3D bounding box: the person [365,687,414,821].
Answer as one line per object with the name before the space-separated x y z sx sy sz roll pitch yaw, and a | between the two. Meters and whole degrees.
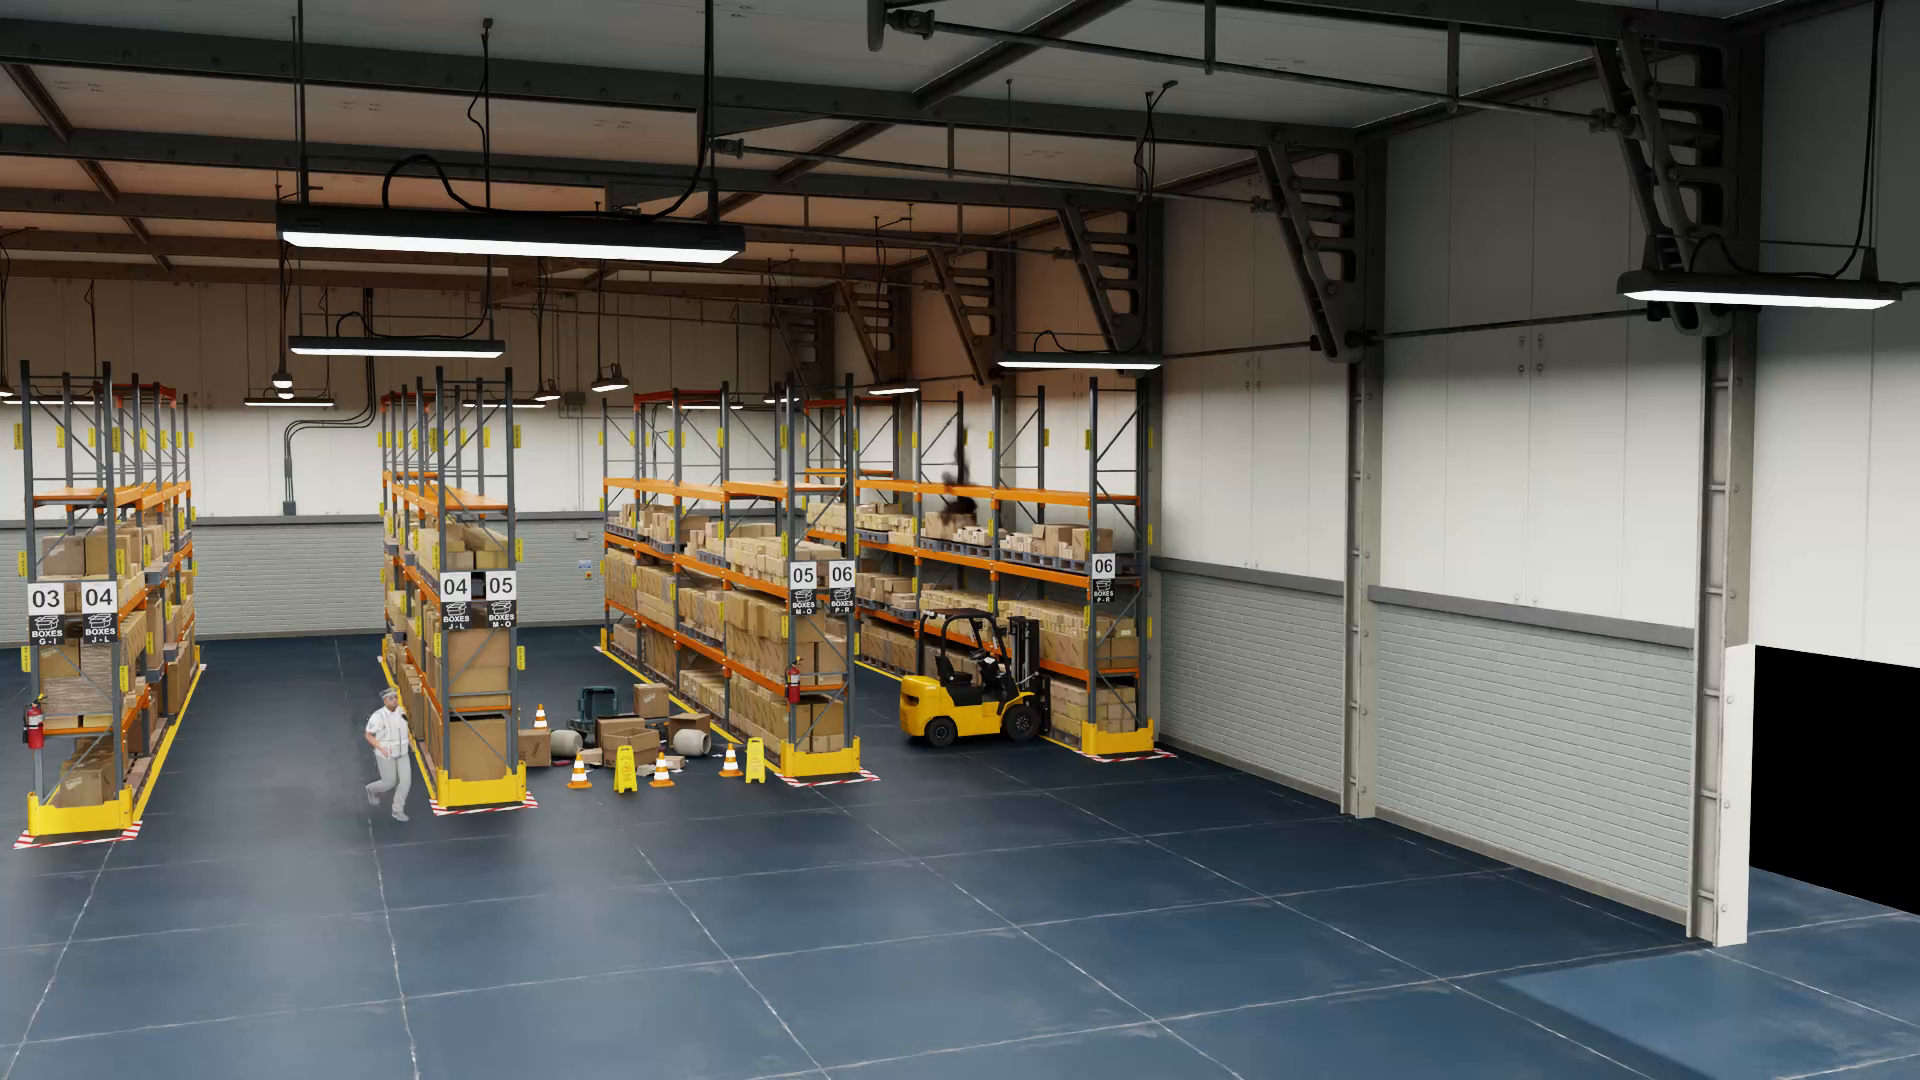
person | -7.553 2.821 22.039 0.733 1.763 0.673 3 4 38
